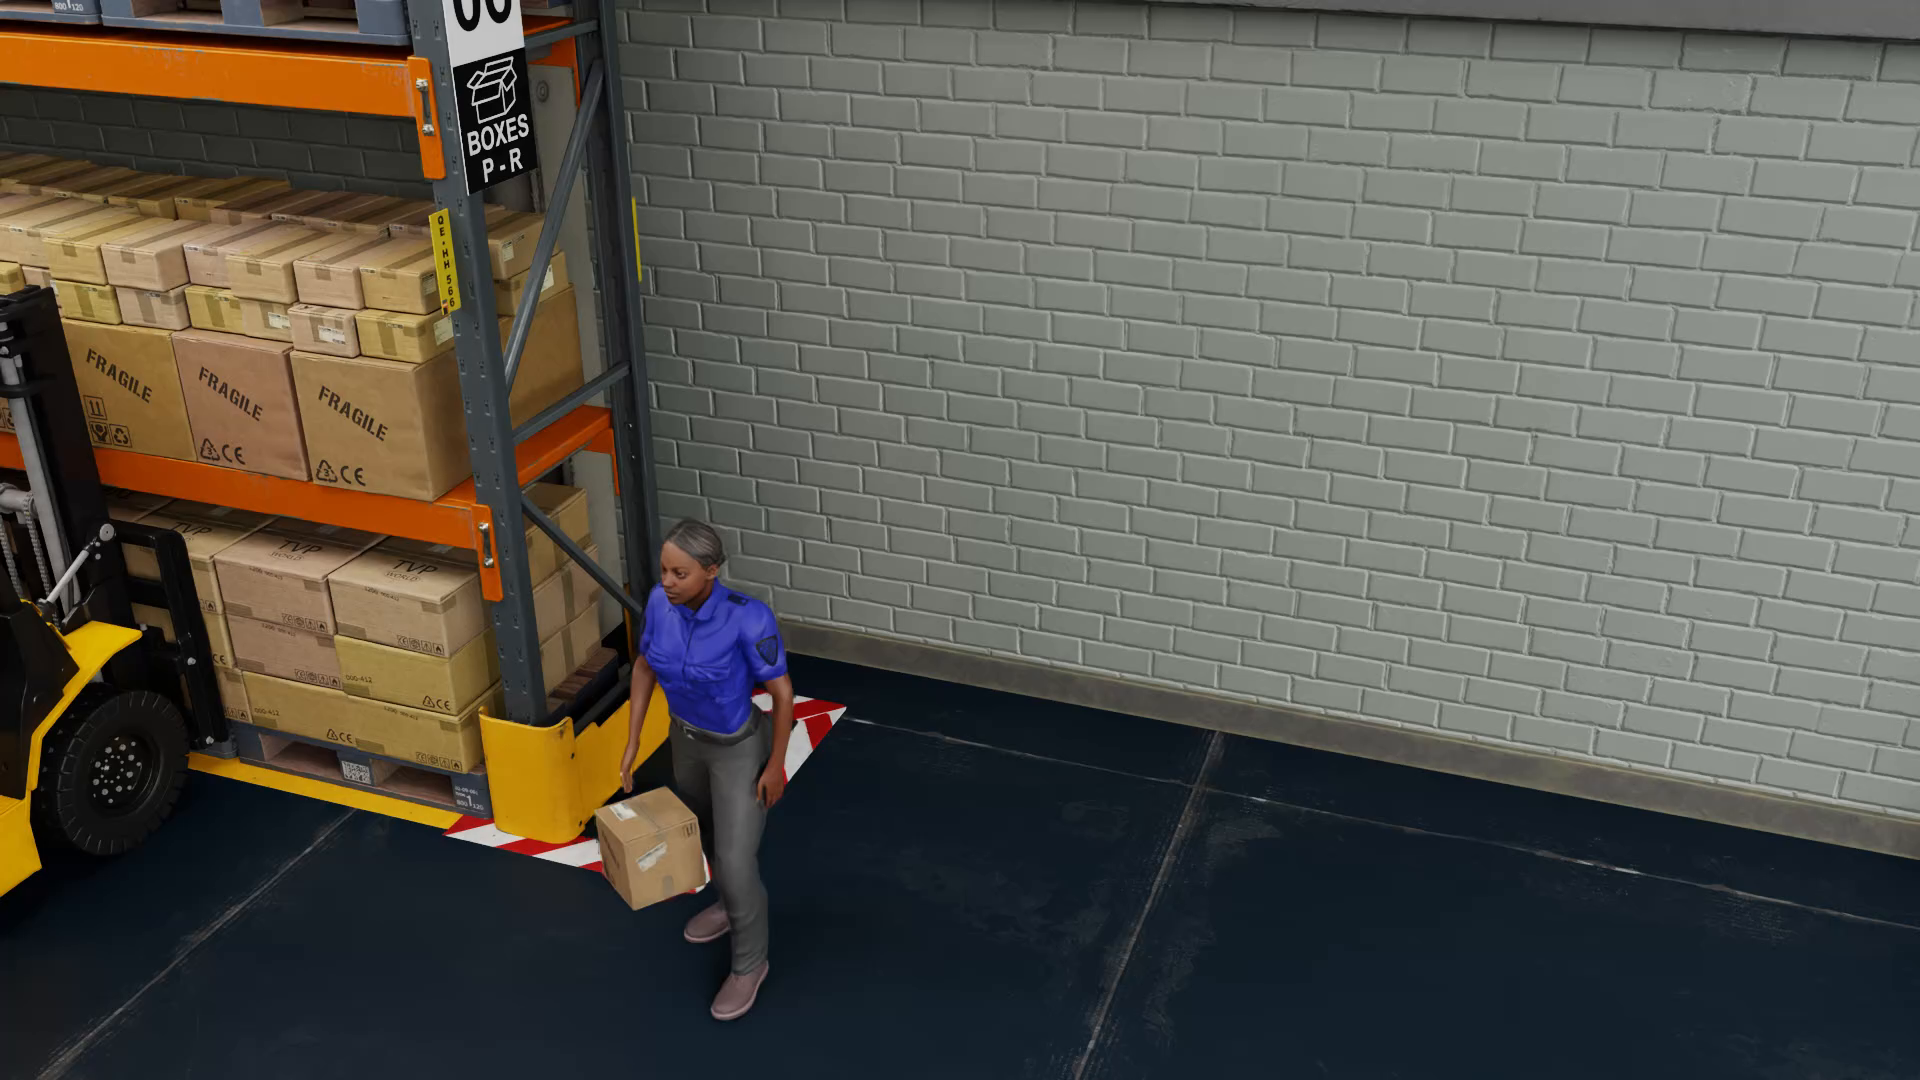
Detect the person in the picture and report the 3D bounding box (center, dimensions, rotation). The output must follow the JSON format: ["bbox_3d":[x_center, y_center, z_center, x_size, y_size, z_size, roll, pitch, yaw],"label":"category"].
[{"bbox_3d":[-0.775,0.676,5.244,0.550,1.645,0.541,15,30,29],"label":"person"}]
